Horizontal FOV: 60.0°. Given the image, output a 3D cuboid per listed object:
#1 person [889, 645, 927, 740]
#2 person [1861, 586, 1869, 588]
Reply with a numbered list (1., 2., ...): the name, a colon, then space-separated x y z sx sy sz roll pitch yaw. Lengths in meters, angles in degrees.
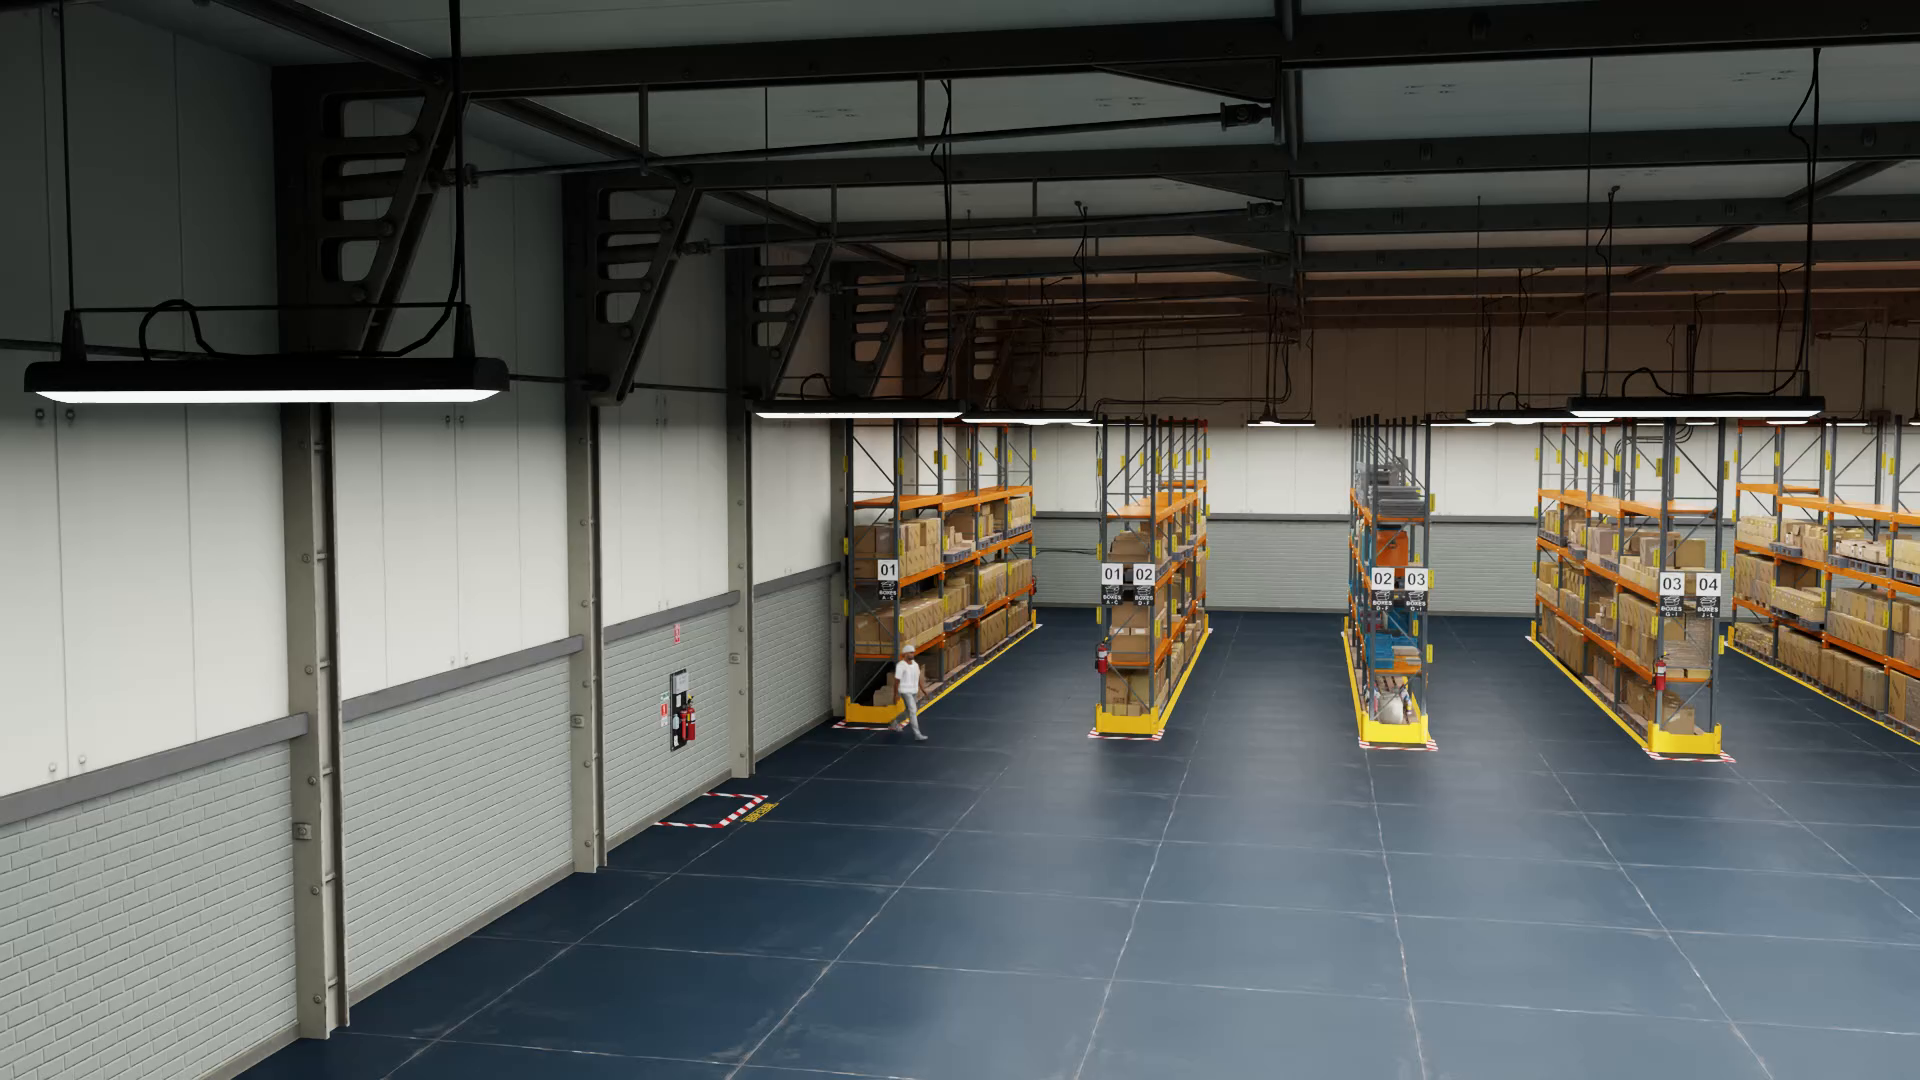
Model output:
1. person: -0.949 2.811 30.830 1.018 1.734 0.596 2 4 32
2. person: 22.773 2.039 41.757 0.518 1.766 0.546 -1 4 -10
